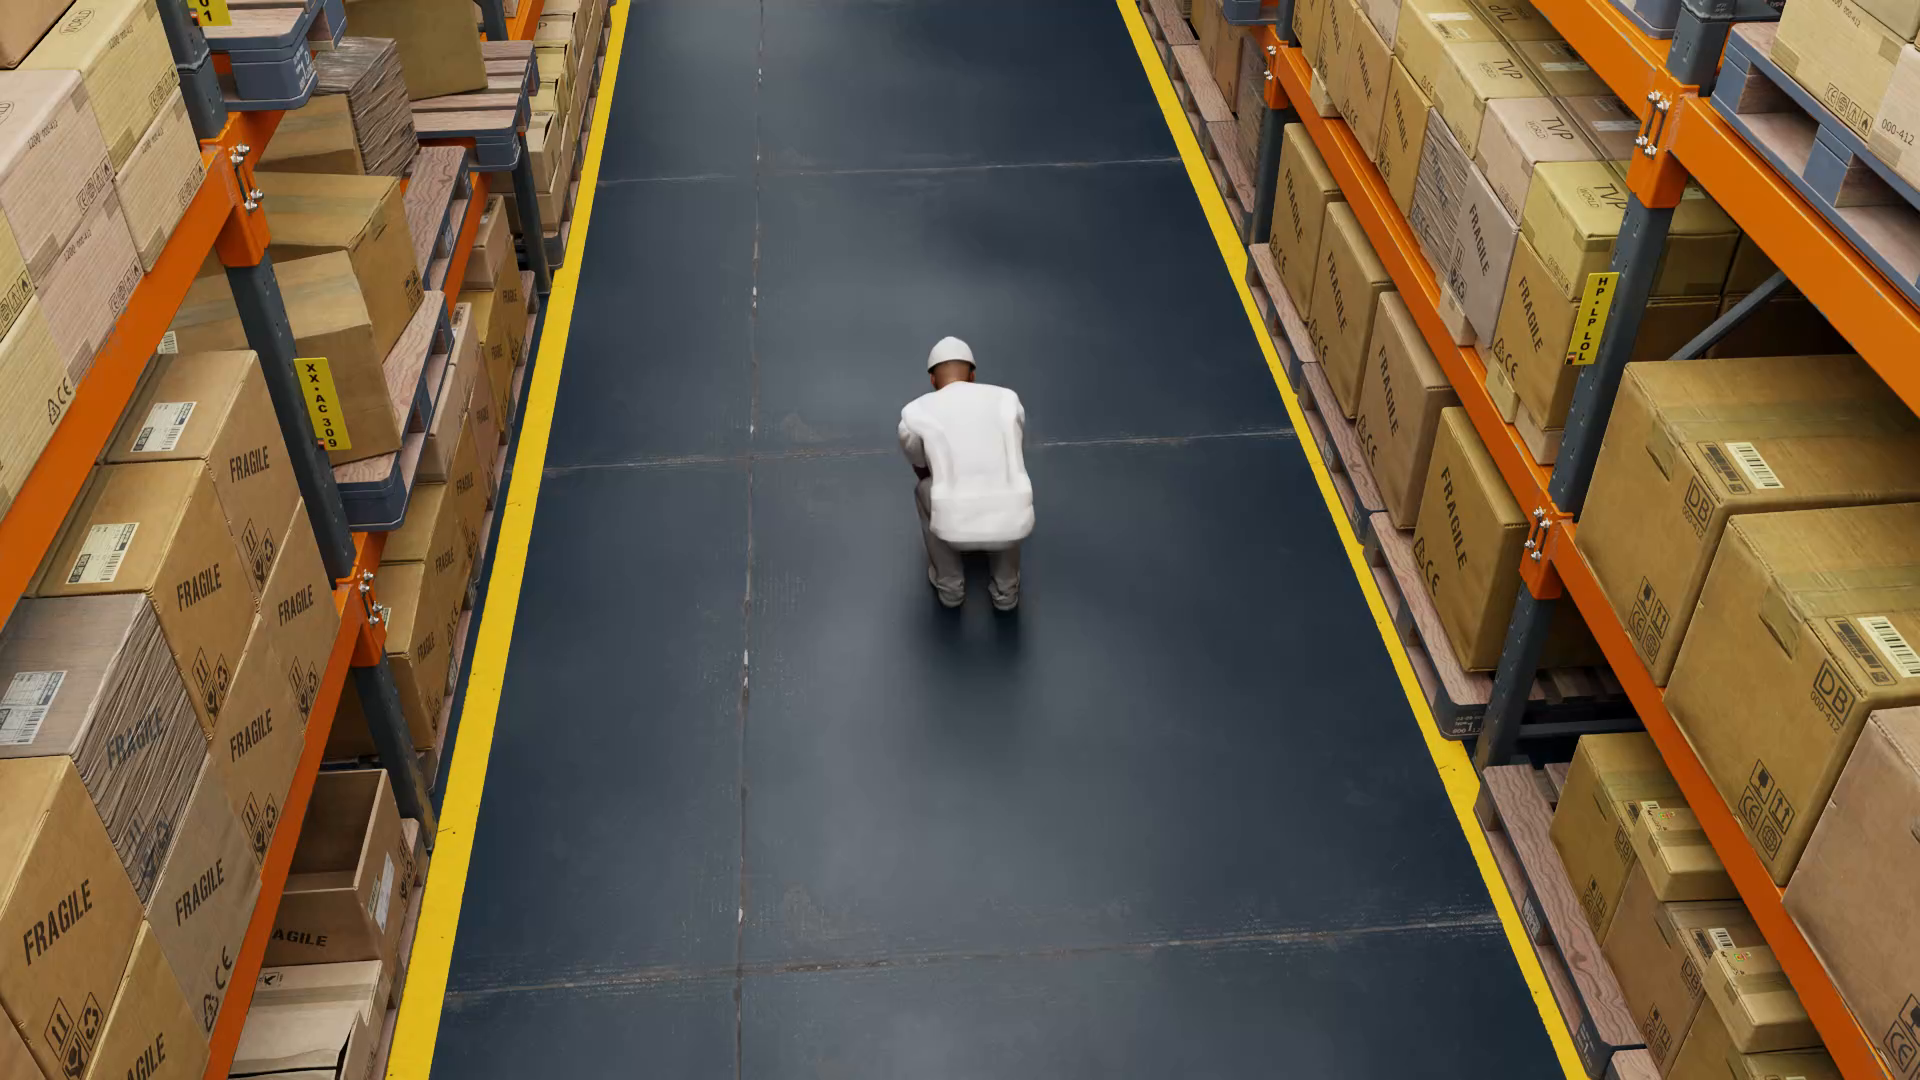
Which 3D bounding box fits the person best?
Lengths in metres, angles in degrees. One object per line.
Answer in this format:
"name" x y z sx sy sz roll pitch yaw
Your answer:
"person" 0.020 -0.246 7.049 0.537 1.010 0.909 -4 39 -5
